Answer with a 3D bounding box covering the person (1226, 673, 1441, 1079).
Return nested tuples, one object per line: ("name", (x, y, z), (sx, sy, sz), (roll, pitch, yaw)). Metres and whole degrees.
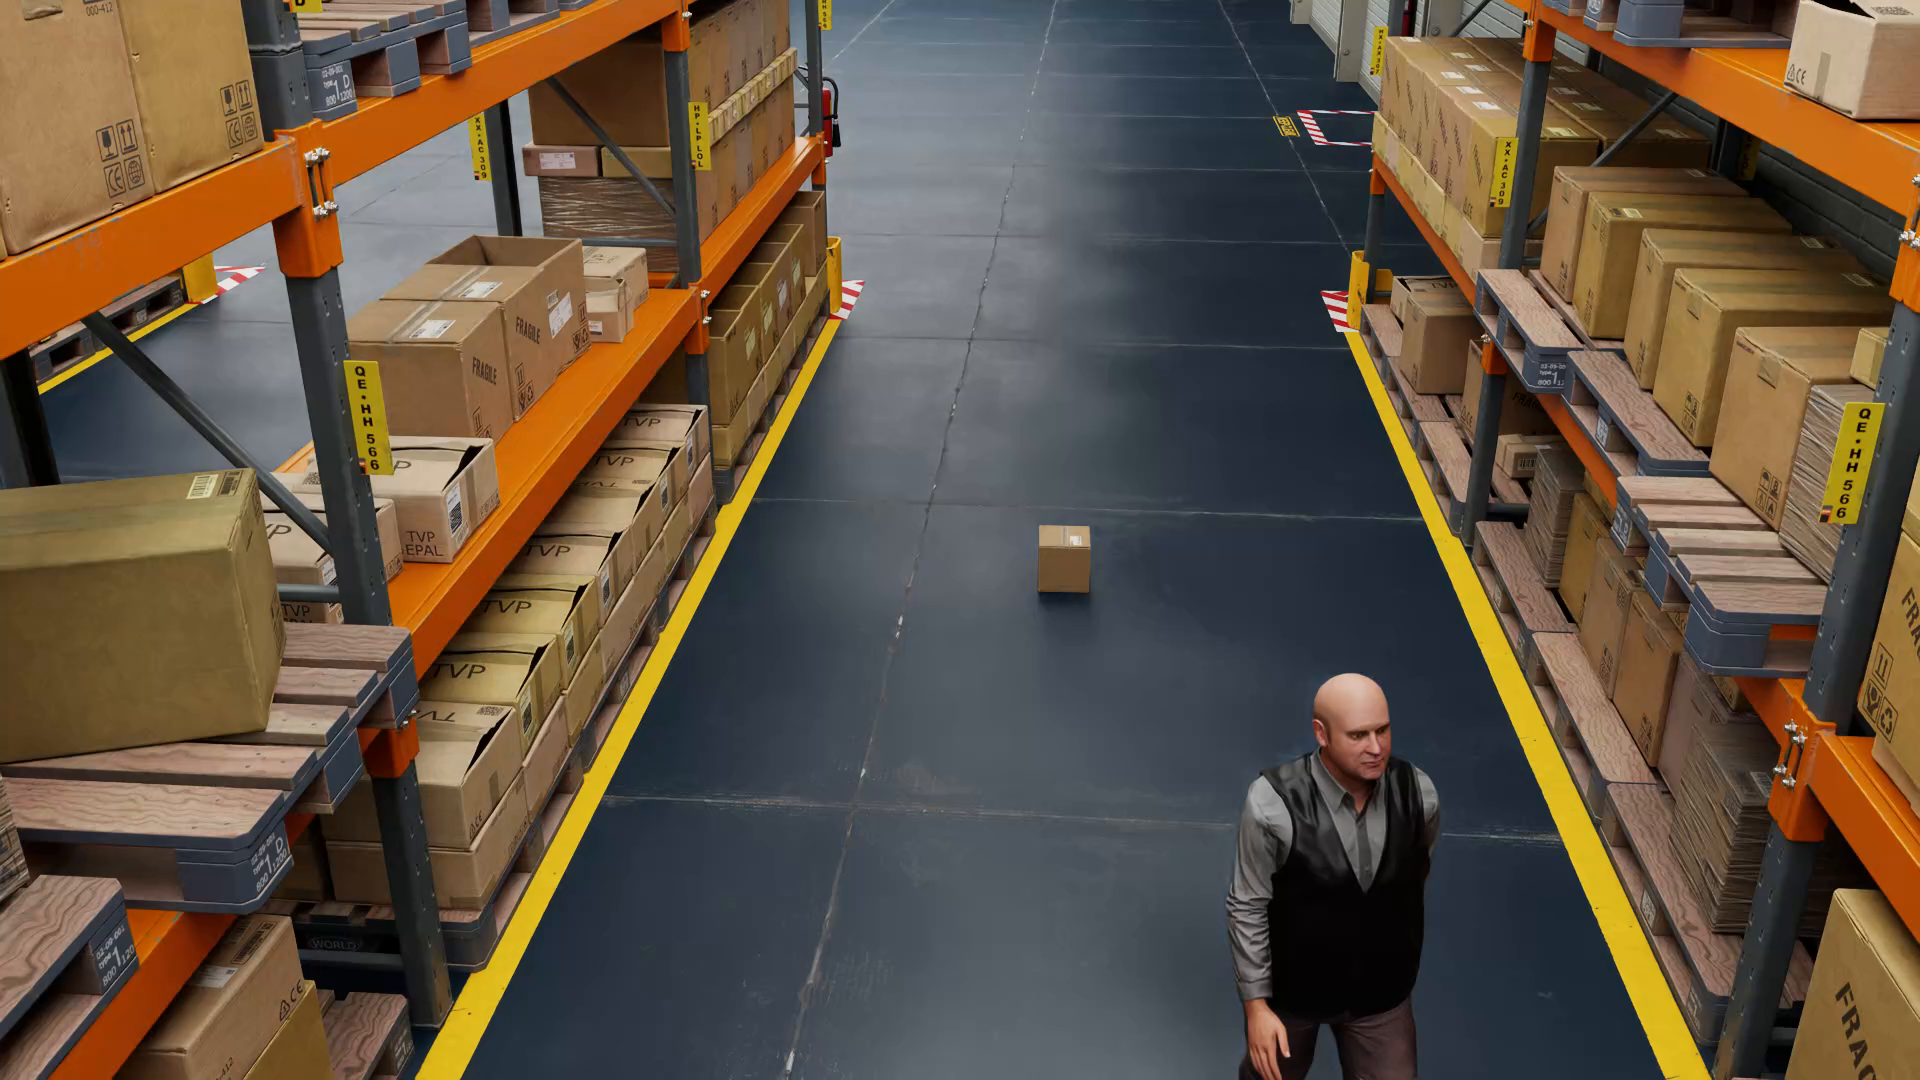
("person", (0.926, 1.139, 4.090), (0.551, 1.671, 0.967), (-2, 24, -5))
